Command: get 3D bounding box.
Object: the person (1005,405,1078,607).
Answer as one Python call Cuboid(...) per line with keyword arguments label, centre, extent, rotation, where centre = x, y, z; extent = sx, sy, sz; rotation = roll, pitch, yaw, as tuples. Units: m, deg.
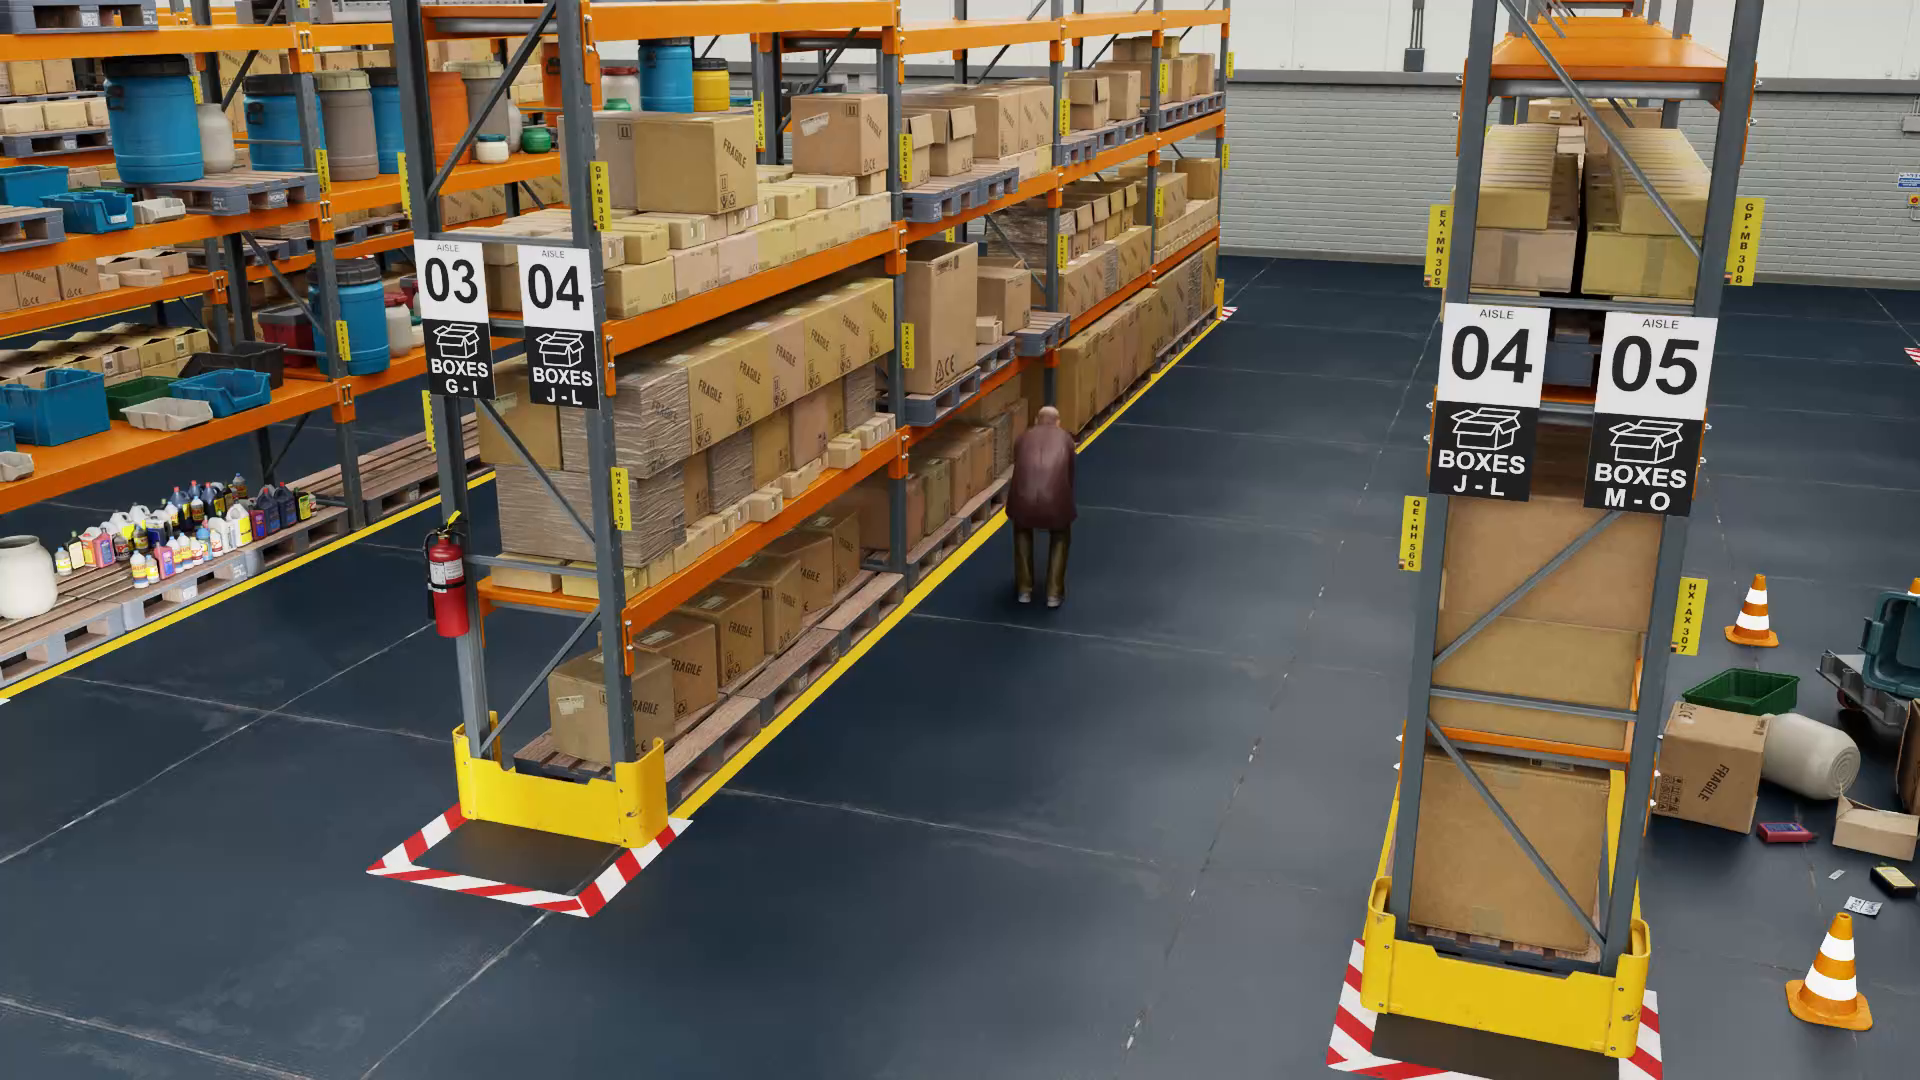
Cuboid(label="person", centre=(0.634, -0.249, 12.528), extent=(0.547, 1.344, 0.891), rotation=(3, 19, 8))
